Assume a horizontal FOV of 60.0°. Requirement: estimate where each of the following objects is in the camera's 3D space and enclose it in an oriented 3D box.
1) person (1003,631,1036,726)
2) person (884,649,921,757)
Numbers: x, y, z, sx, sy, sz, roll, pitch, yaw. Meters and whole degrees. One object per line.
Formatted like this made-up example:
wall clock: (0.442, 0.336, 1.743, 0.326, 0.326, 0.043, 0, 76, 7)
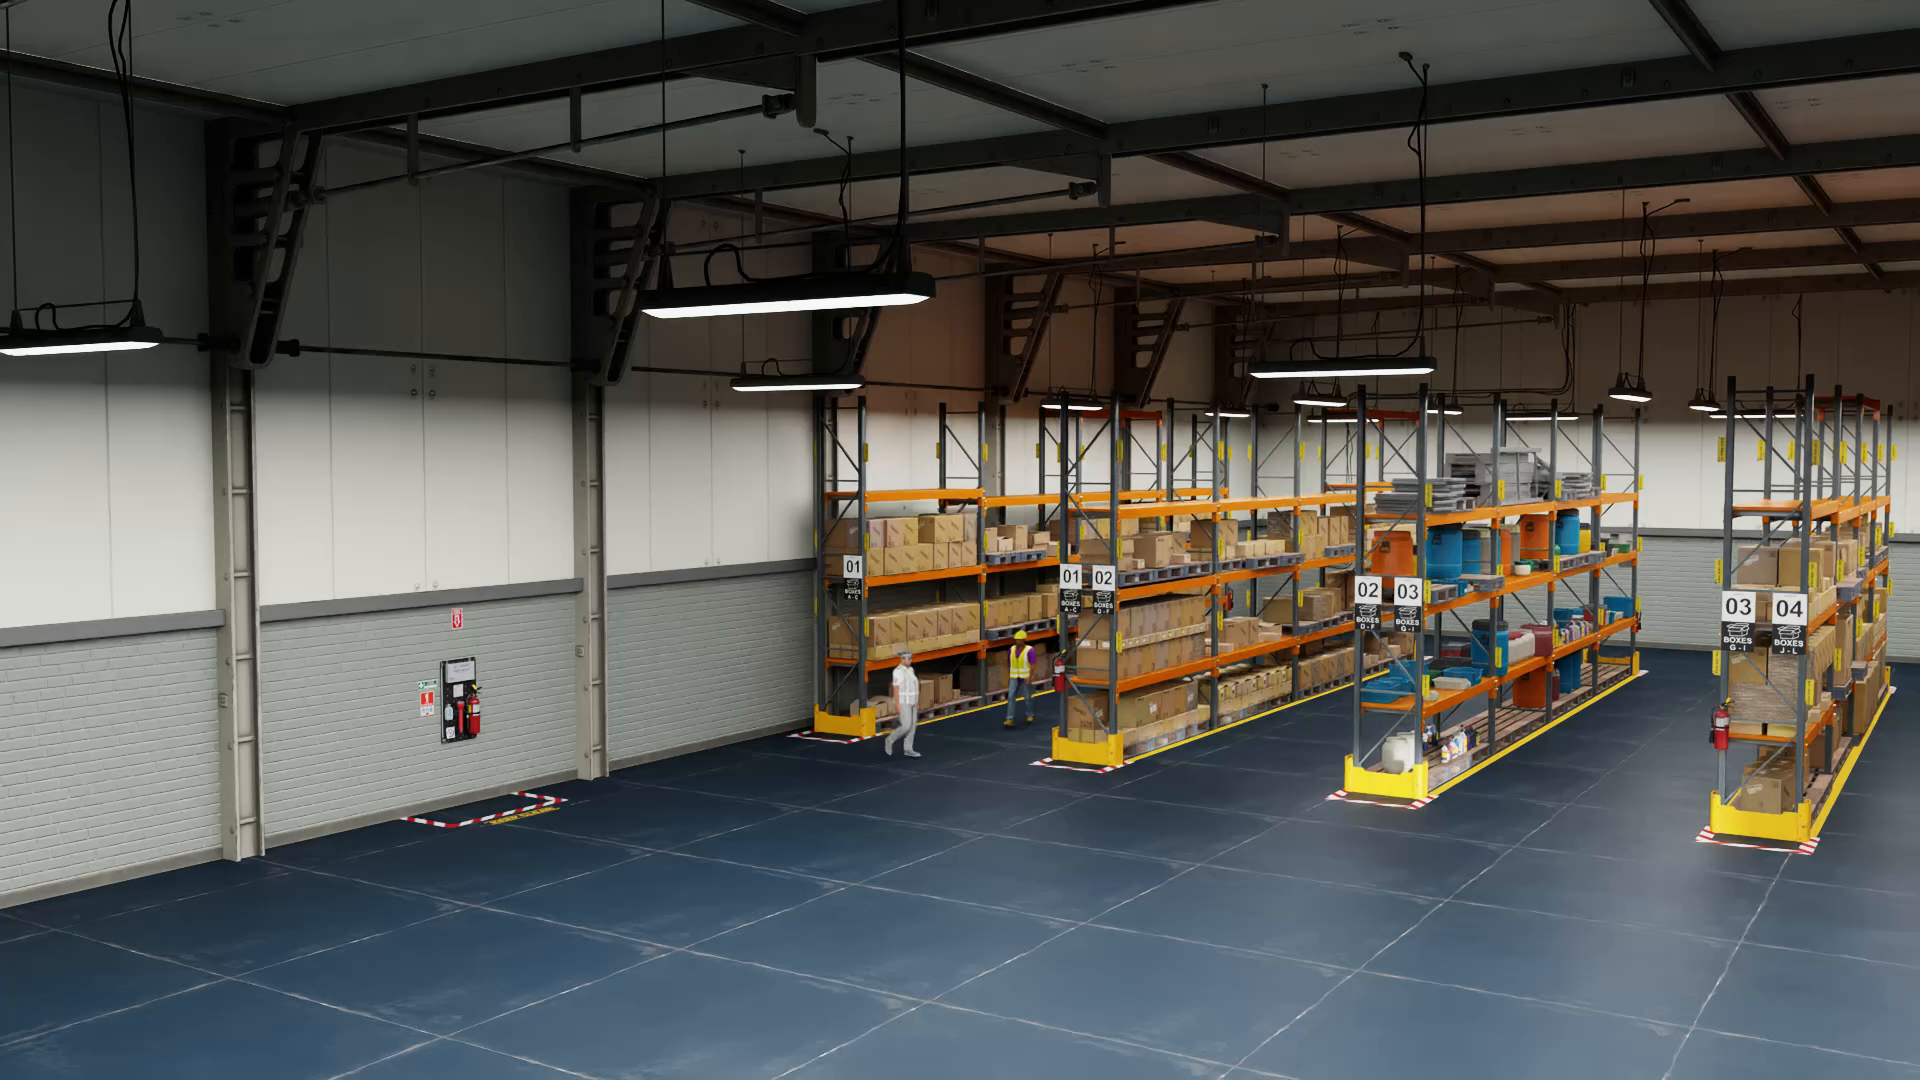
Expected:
person: (1.096, 2.524, 30.442, 0.588, 1.716, 1.012, 1, 3, 22)
person: (-0.923, 2.669, 27.295, 0.576, 1.757, 0.551, 2, 3, 29)
